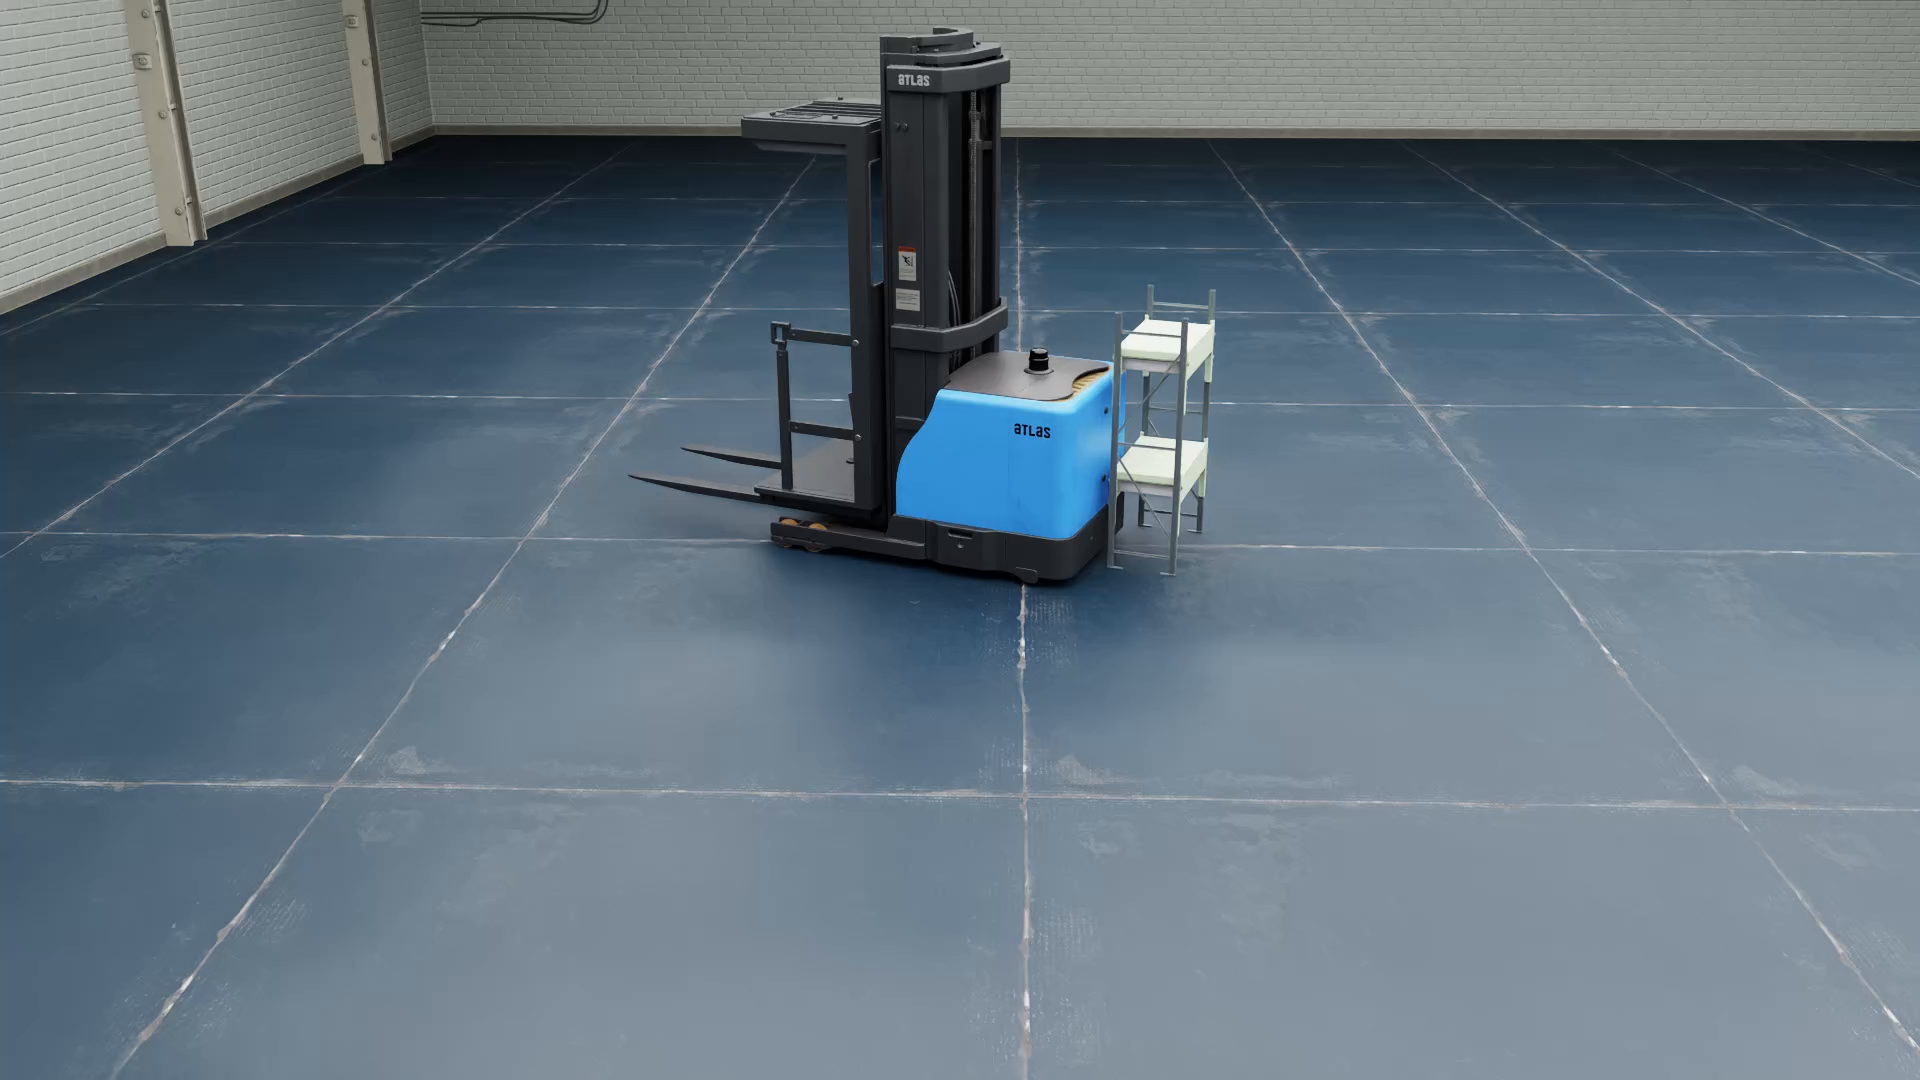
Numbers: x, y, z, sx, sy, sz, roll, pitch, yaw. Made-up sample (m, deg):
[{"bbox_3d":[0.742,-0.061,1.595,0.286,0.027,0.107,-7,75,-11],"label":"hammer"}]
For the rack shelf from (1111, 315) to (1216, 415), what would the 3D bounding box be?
[{"bbox_3d":[1.164,-1.006,9.469,0.431,0.370,0.720,7,22,18],"label":"rack shelf"}]

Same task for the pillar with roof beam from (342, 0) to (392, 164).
[{"bbox_3d":[-4.180,-9.651,22.462,9.100,9.000,0.400,1,21,2],"label":"pillar with roof beam"}]

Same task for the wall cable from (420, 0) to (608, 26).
[{"bbox_3d":[-7.071,-9.301,25.853,3.097,2.526,0.112,1,21,2],"label":"wall cable"}]

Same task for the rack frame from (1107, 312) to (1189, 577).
[{"bbox_3d":[1.041,-0.517,9.289,0.400,1.500,0.023,7,22,18],"label":"rack frame"}]

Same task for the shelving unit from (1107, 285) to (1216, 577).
[{"bbox_3d":[1.164,-0.642,9.610,0.431,1.500,0.755,7,22,18],"label":"shelving unit"}]

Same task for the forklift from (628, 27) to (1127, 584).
[{"bbox_3d":[-0.575,-1.458,9.735,3.031,2.935,1.130,9,23,22],"label":"forklift"}]

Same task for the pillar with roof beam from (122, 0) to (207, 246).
[{"bbox_3d":[-4.362,-7.482,16.871,9.100,9.000,0.400,1,21,2],"label":"pillar with roof beam"}]

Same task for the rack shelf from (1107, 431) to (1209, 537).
[{"bbox_3d":[1.164,-0.338,9.728,0.431,0.370,0.720,7,22,18],"label":"rack shelf"}]

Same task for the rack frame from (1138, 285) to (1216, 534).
[{"bbox_3d":[1.288,-0.767,9.932,0.400,1.500,0.023,7,22,18],"label":"rack frame"}]
